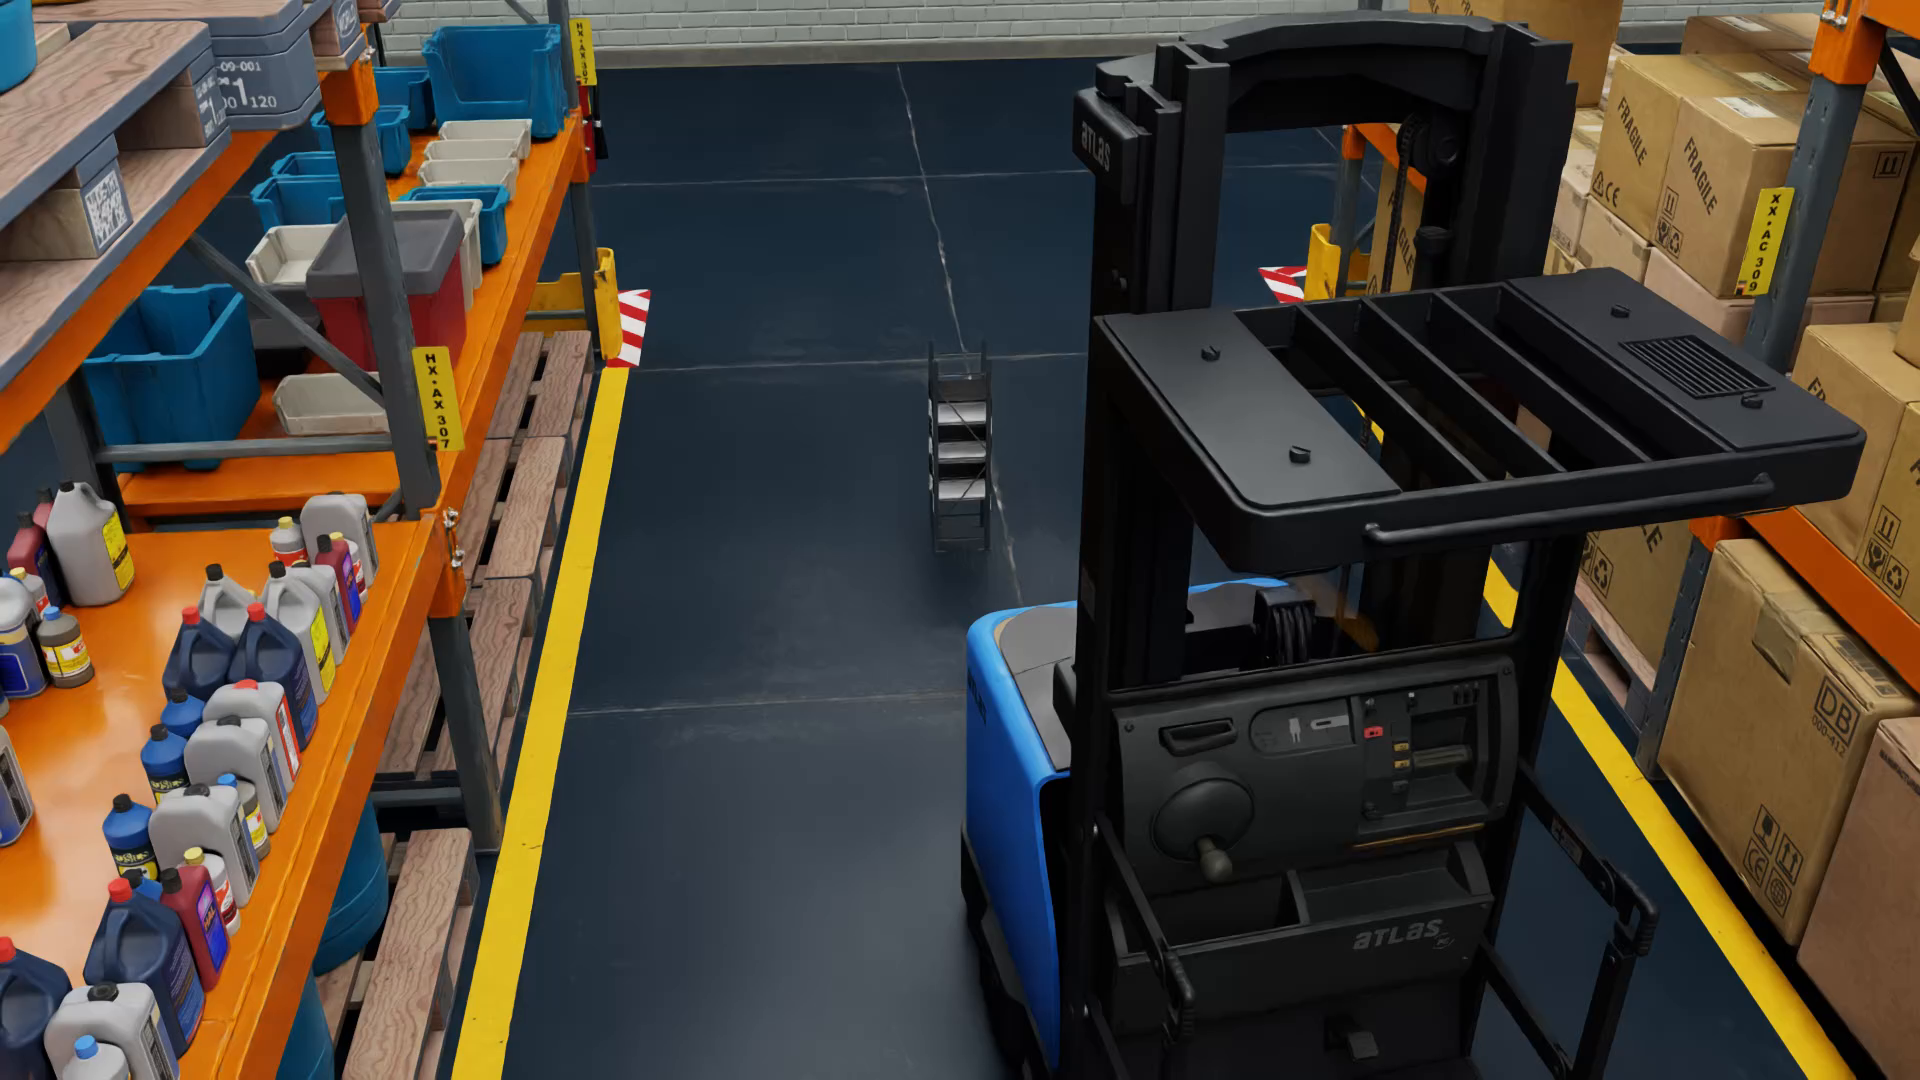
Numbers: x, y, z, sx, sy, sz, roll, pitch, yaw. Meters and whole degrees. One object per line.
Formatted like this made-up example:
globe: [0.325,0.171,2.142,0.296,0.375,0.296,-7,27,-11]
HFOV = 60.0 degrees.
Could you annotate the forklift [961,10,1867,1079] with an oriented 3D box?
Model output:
forklift: [0.844,0.552,3.467,1.130,2.935,3.031,-7,32,-12]

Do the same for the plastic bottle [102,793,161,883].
plastic bottle: [-1.676,0.633,3.391,0.097,0.271,0.097,0,31,0]

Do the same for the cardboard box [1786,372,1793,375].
cardboard box: [2.549,-0.524,5.447,0.380,0.149,0.250,-3,31,-4]

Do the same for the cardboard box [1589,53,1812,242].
cardboard box: [2.552,-1.355,5.719,0.500,0.500,0.500,-2,31,-4]

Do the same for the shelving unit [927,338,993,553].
shelving unit: [-0.001,-0.390,7.026,0.258,0.900,0.210,-3,31,-5]

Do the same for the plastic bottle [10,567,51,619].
plastic bottle: [-2.377,0.164,4.244,0.097,0.201,0.097,0,31,0]

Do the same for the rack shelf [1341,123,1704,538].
rack shelf: [2.717,-1.204,7.043,1.077,0.370,4.000,-3,31,-5]

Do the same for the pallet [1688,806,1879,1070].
pallet: [3.051,1.095,5.210,1.003,0.211,1.213,-3,31,-5]

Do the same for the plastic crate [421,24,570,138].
plastic crate: [-2.184,-2.176,7.875,0.616,0.435,0.499,-3,31,-5]

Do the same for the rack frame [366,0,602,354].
rack frame: [-2.402,-2.297,8.170,1.000,3.000,0.127,-3,31,-5]

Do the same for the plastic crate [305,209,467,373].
plastic crate: [-1.862,-0.776,5.503,0.402,0.464,0.583,-3,31,-5]

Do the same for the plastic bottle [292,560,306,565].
plastic bottle: [-1.679,0.145,4.276,0.097,0.201,0.097,0,31,0]

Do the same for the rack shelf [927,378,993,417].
rack shelf: [-0.001,-0.594,6.905,0.258,0.077,0.200,-3,31,-5]

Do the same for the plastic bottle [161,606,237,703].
plastic bottle: [-1.742,0.321,3.835,0.144,0.351,0.185,-3,31,-5]

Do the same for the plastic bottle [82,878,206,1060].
plastic bottle: [-1.513,0.782,3.063,0.144,0.351,0.185,-3,31,-5]

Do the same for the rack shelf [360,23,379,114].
rack shelf: [-2.215,-2.255,5.876,1.077,0.370,4.000,-3,31,-5]

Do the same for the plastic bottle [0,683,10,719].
plastic bottle: [-2.346,0.302,3.944,0.097,0.271,0.097,0,31,0]

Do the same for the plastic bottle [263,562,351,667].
plastic bottle: [-1.635,0.171,4.160,0.152,0.276,0.135,-3,31,-5]

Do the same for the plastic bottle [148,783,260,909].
plastic bottle: [-1.554,0.615,3.416,0.152,0.276,0.135,-3,31,-5]

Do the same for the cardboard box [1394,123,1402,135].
cardboard box: [2.284,-1.968,7.864,0.380,0.149,0.250,-3,31,-6]

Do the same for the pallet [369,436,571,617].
pallet: [-2.252,-0.056,7.137,1.003,0.211,1.213,-3,31,-5]

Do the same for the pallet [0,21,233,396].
pallet: [-1.748,-0.487,2.399,1.003,0.211,1.213,-3,31,-5]

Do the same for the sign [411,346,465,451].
sign: [-1.480,-0.399,4.723,0.100,0.325,0.005,-3,31,-5]

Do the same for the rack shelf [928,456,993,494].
rack shelf: [-0.001,-0.285,7.089,0.258,0.077,0.200,-3,31,-5]

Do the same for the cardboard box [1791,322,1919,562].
cardboard box: [2.697,-0.288,4.710,0.500,0.500,0.500,-3,31,-4]

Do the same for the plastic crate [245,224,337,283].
plastic crate: [-2.490,-1.042,6.268,0.293,0.136,0.466,-3,31,-5]

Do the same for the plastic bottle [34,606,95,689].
plastic bottle: [-2.207,0.256,4.089,0.097,0.201,0.097,0,31,0]

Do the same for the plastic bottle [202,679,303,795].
plastic bottle: [-1.588,0.428,3.729,0.152,0.276,0.135,-3,31,-5]

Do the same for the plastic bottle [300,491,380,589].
plastic bottle: [-1.669,-0.016,4.472,0.152,0.276,0.135,-3,31,-5]

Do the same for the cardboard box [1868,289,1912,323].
cardboard box: [3.120,-0.808,5.534,0.500,0.250,0.500,-3,31,-5]

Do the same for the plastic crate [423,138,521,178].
plastic crate: [-2.132,-1.653,7.291,0.396,0.136,0.243,-3,31,-5]

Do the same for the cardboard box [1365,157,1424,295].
cardboard box: [2.669,-1.480,8.464,0.875,0.875,0.875,-3,31,-5]

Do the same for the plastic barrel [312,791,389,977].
plastic barrel: [-1.994,0.744,4.715,0.600,0.901,0.708,-3,31,-5]

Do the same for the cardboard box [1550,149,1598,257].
cardboard box: [2.502,-1.293,6.346,0.500,0.250,0.500,-2,31,-4]

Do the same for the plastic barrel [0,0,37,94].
plastic barrel: [-1.716,-1.074,2.299,0.600,0.901,0.708,-3,31,-5]

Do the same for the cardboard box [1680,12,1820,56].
cardboard box: [3.022,-1.651,6.214,0.500,0.500,0.500,-4,31,-6]

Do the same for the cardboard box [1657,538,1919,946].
cardboard box: [2.983,0.566,5.040,1.225,0.875,0.875,-3,31,-4]

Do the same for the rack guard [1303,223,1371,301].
rack guard: [2.527,-1.473,9.229,1.175,0.500,0.348,-3,31,-5]

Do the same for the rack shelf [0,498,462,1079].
rack shelf: [-1.841,1.075,3.226,1.077,0.370,4.000,-3,31,-5]

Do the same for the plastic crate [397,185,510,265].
plastic crate: [-1.954,-1.215,6.463,0.416,0.233,0.300,-3,31,-5]
